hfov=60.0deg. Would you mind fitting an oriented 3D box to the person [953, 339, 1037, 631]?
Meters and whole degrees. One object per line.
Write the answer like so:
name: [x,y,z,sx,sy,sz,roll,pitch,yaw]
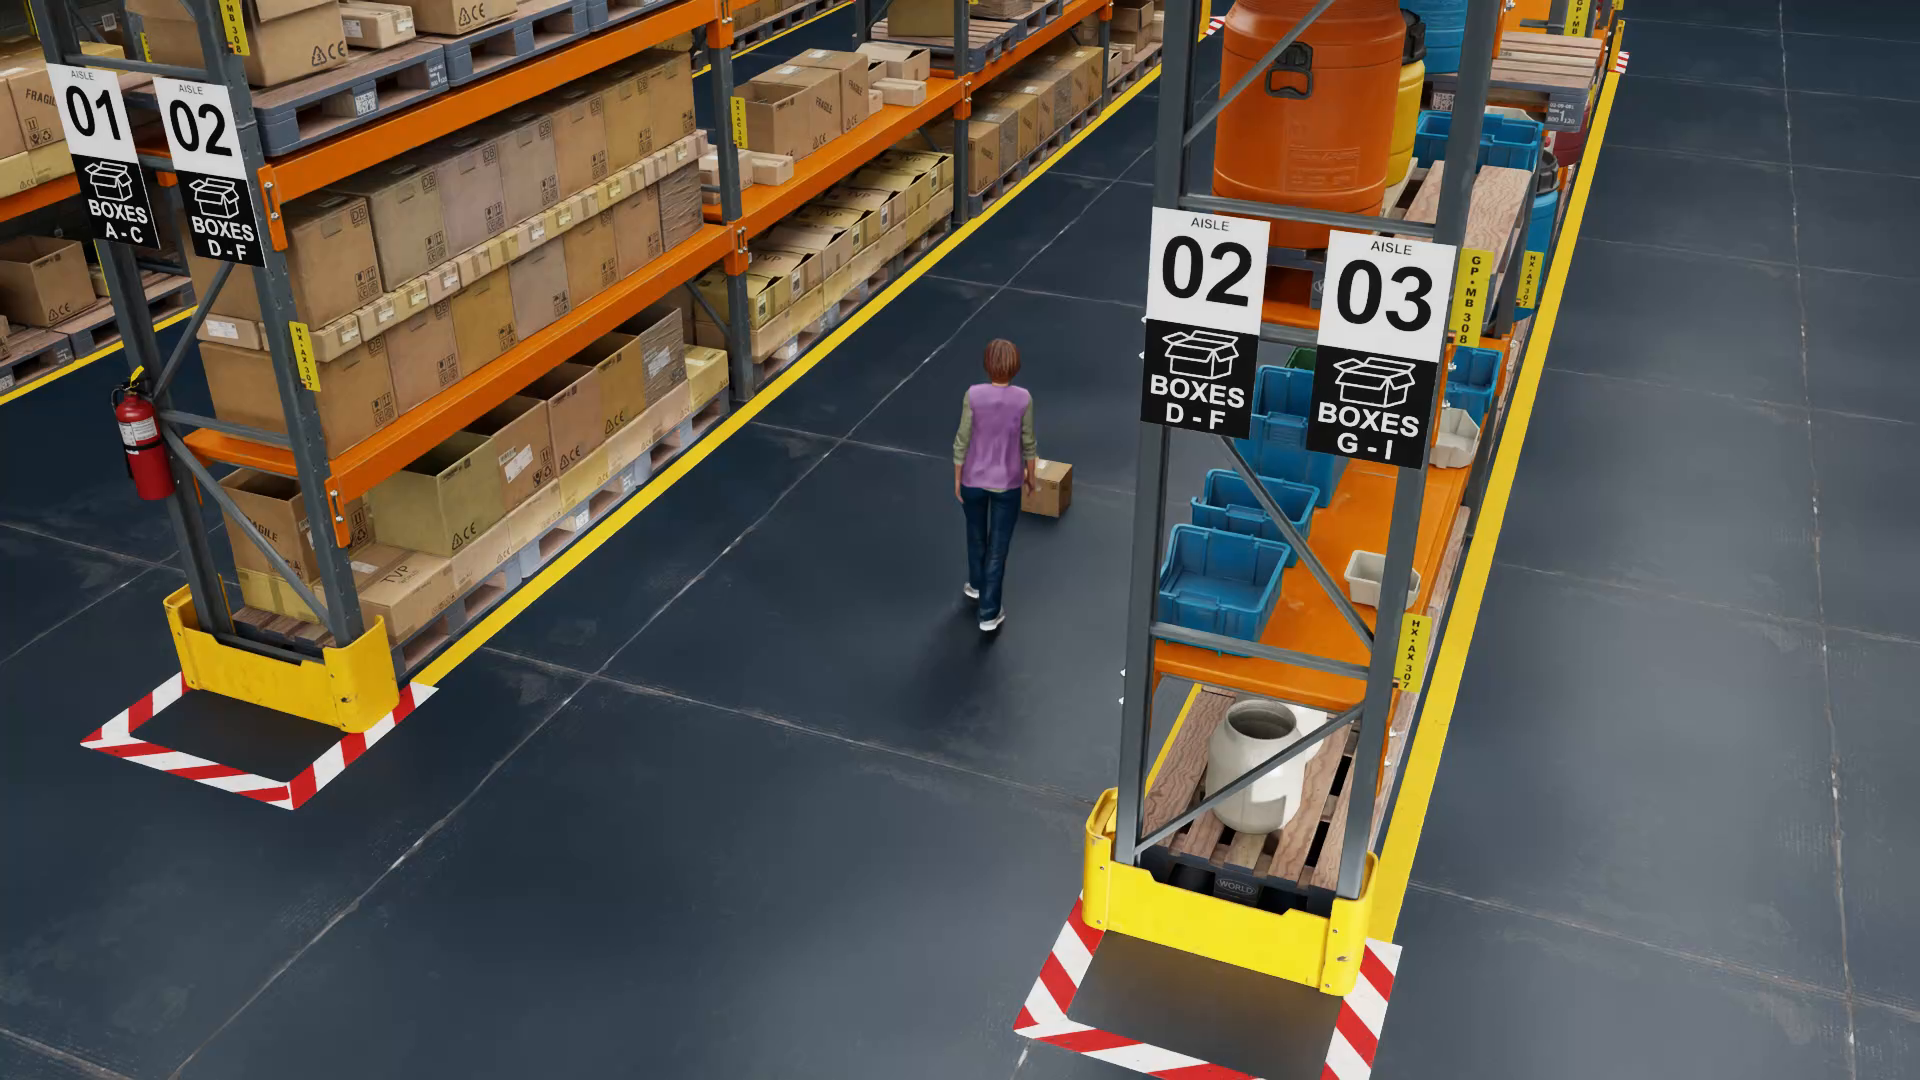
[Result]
person: [0.181,-0.272,8.885,0.431,1.623,0.592,4,30,8]
